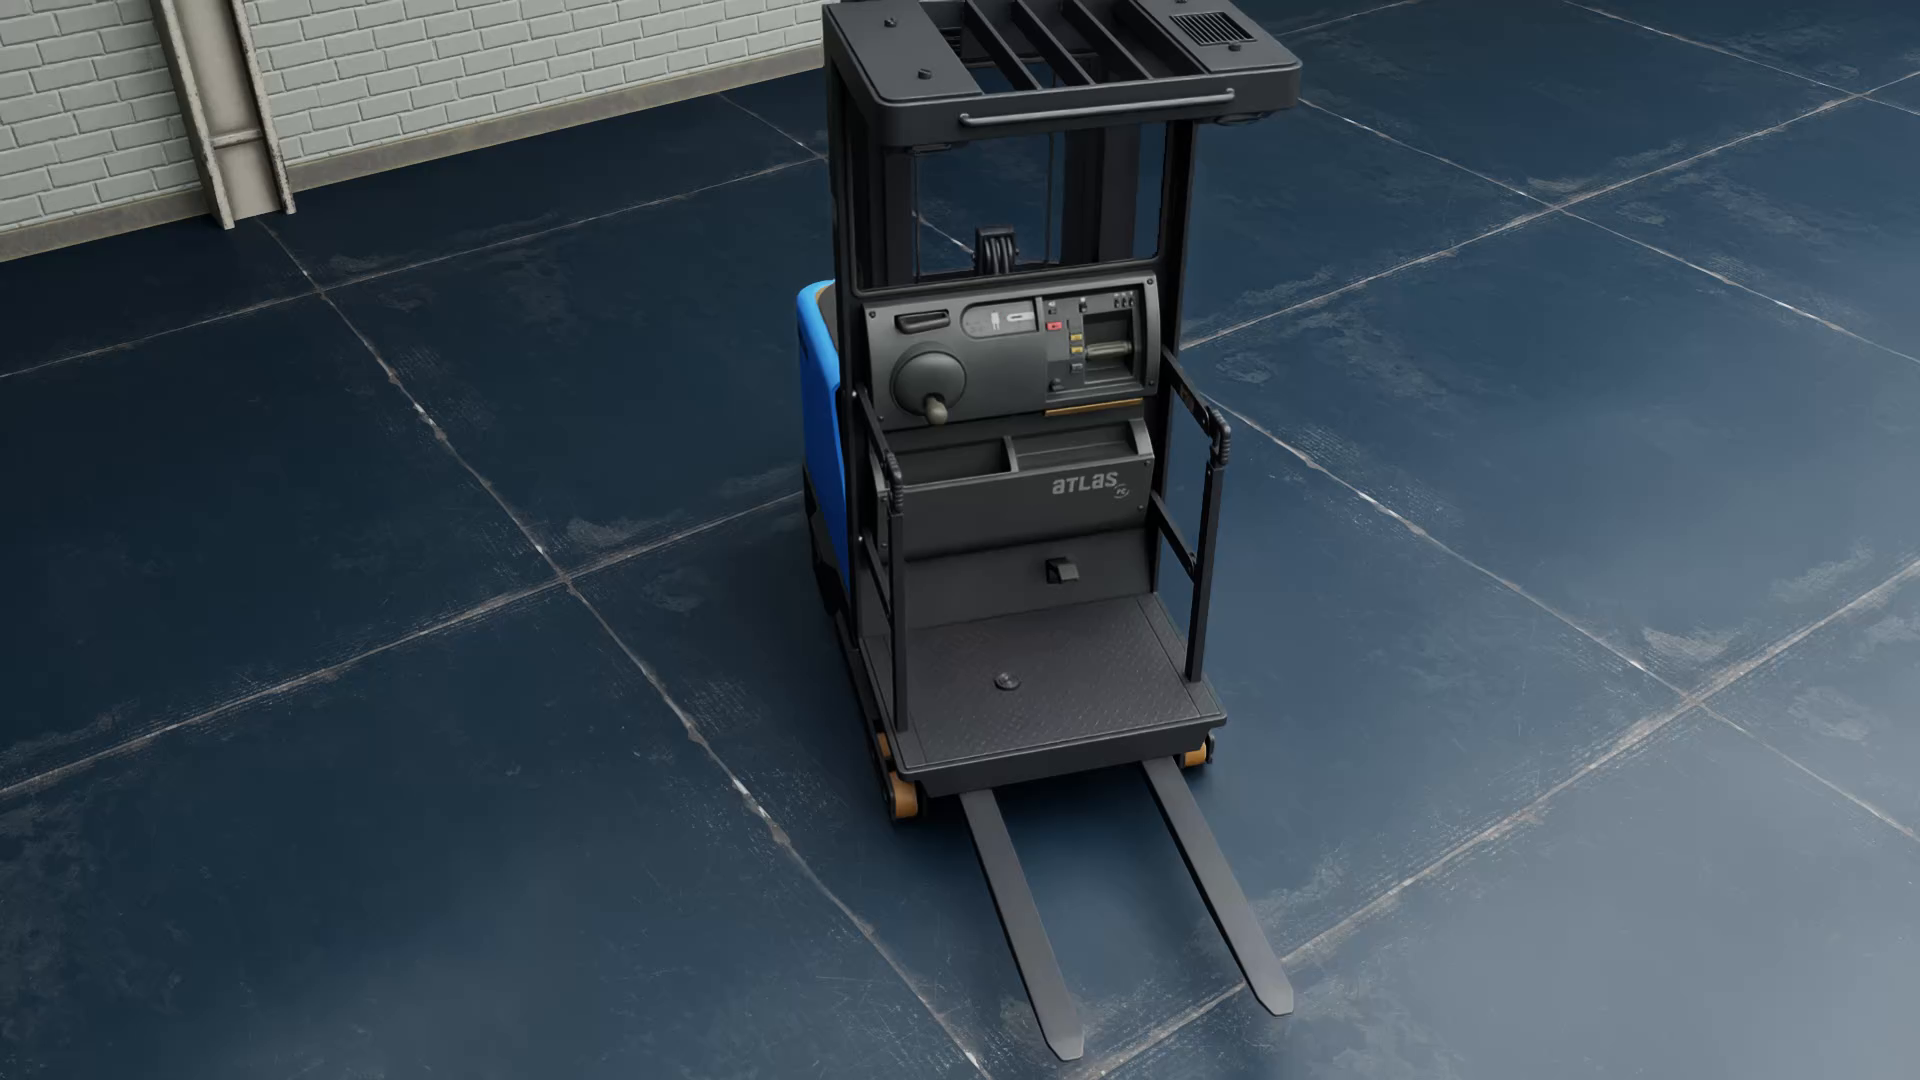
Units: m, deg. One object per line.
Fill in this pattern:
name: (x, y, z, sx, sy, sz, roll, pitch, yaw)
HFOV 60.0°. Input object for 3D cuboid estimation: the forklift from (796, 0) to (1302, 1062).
forklift: (0.225, -0.523, 4.966, 1.130, 2.935, 3.031, -8, 37, -11)

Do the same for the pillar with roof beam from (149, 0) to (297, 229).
pillar with roof beam: (-1.479, -3.439, 3.825, 0.400, 9.000, 9.100, -22, 41, -28)
